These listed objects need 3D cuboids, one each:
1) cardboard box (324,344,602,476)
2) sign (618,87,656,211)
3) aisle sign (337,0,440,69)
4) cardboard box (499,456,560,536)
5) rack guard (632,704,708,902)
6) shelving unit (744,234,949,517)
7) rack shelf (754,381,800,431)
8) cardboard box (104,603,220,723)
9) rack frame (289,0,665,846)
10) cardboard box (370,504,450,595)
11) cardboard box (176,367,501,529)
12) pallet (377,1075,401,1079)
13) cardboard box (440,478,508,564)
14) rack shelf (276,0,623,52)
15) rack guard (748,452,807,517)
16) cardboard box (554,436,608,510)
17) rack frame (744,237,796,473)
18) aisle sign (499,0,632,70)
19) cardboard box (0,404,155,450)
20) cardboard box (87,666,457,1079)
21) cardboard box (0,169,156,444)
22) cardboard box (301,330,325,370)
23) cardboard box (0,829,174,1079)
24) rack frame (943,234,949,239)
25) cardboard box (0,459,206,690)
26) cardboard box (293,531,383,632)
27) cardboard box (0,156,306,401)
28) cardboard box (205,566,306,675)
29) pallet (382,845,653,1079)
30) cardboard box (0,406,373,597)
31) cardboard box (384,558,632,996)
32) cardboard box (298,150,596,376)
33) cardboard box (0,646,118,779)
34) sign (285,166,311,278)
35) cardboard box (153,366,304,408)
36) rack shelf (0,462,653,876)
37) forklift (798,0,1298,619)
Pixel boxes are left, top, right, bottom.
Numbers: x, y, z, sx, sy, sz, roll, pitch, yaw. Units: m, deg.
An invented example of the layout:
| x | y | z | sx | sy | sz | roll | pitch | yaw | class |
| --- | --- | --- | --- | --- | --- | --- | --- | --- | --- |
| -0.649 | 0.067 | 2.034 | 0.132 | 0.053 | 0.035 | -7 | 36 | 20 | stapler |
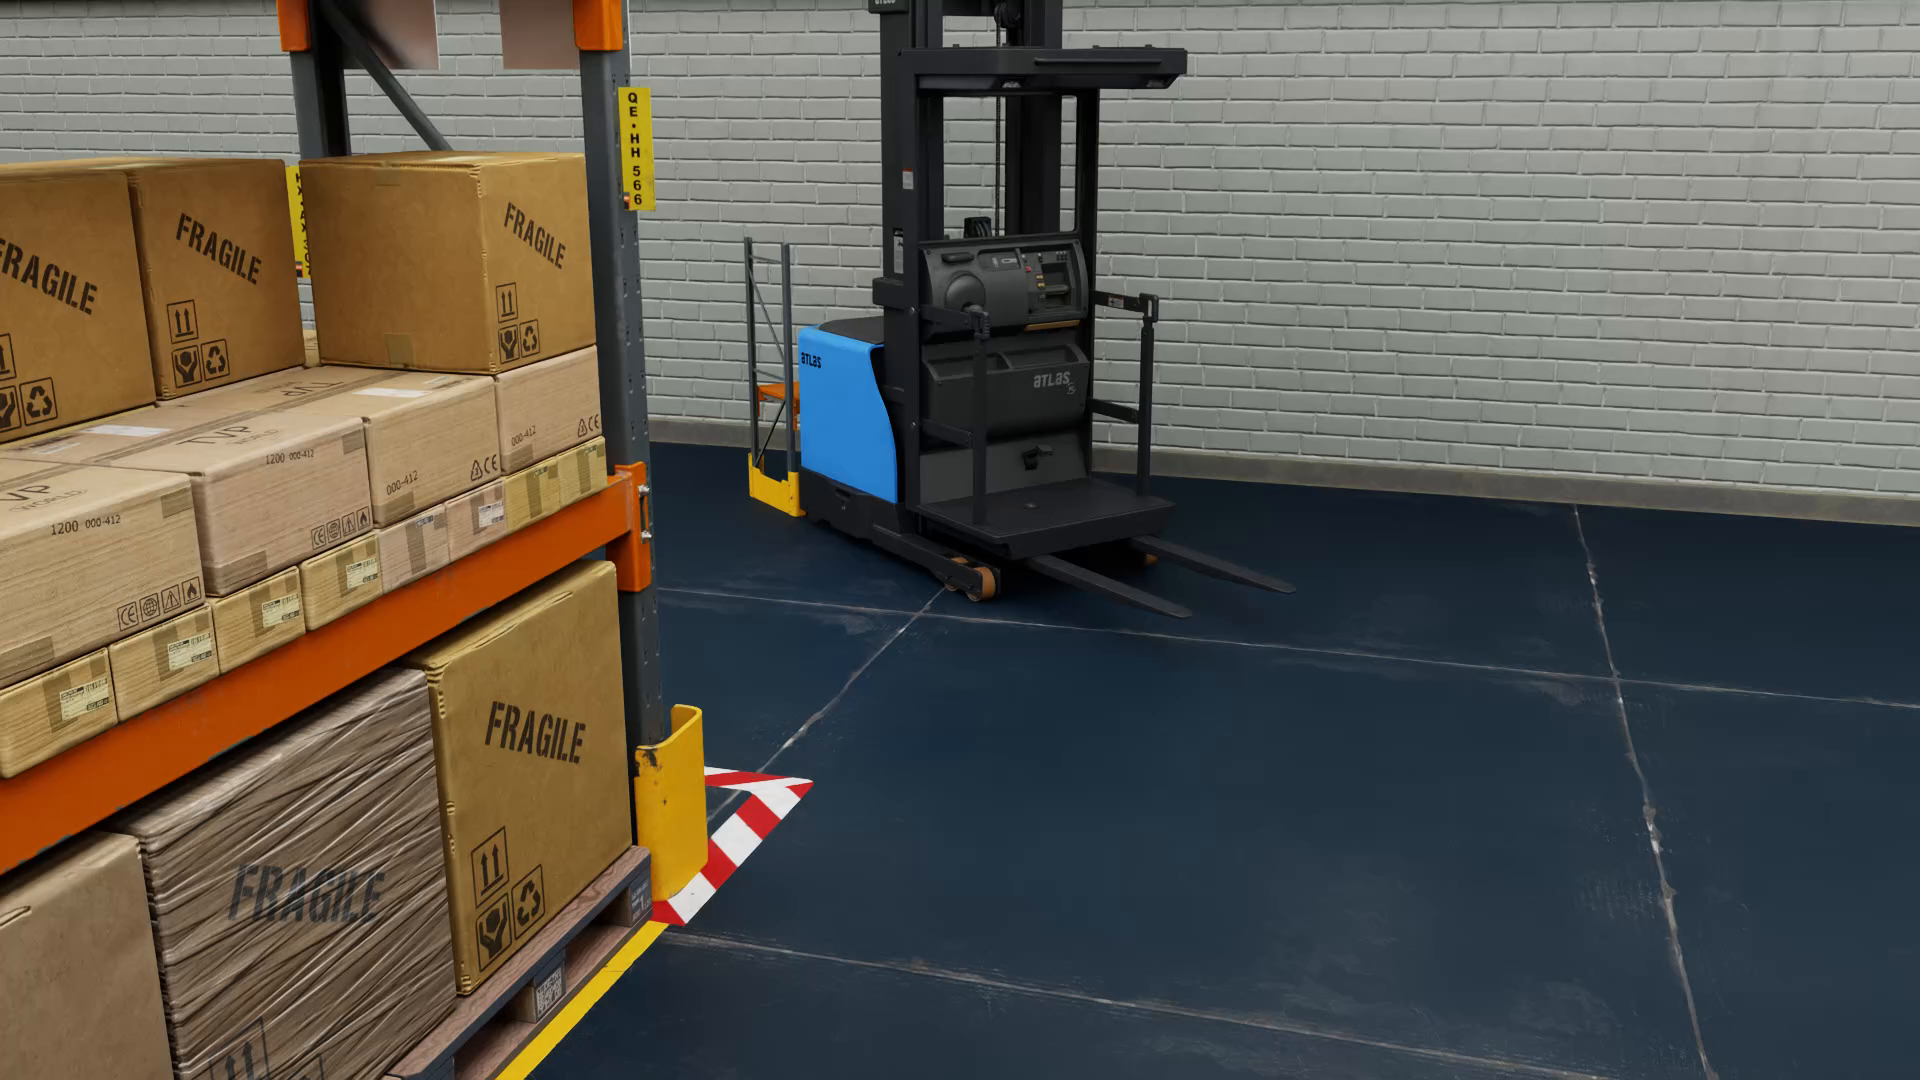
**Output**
| x | y | z | sx | sy | sz | roll | pitch | yaw | class |
| --- | --- | --- | --- | --- | --- | --- | --- | --- | --- |
| -1.279 | -0.359 | 4.326 | 0.500 | 0.250 | 0.500 | 4 | 16 | 15 | cardboard box |
| -0.880 | -1.060 | 4.514 | 0.100 | 0.325 | 0.005 | 5 | 16 | 16 | sign |
| -1.663 | -1.728 | 4.660 | 0.394 | 0.787 | 0.004 | 5 | 16 | 16 | aisle sign |
| -1.254 | -0.127 | 4.241 | 0.380 | 0.149 | 0.250 | 5 | 17 | 16 | cardboard box |
| -1.389 | 0.761 | 5.229 | 1.175 | 0.500 | 0.348 | 5 | 16 | 16 | rack guard |
| -0.629 | -0.998 | 9.598 | 1.083 | 1.500 | 0.587 | -10 | 19 | -32 | shelving unit |
| -0.637 | -0.823 | 9.642 | 1.000 | 0.185 | 0.538 | -10 | 19 | -32 | rack shelf |
| -1.616 | 0.205 | 3.072 | 0.380 | 0.149 | 0.250 | 5 | 17 | 17 | cardboard box |
| -1.396 | -0.435 | 4.866 | 1.000 | 3.000 | 0.127 | 5 | 16 | 16 | rack frame |
| -1.398 | 0.004 | 3.779 | 0.380 | 0.149 | 0.250 | 5 | 17 | 17 | cardboard box |
| -1.424 | -0.226 | 3.858 | 0.500 | 0.250 | 0.500 | 4 | 16 | 15 | cardboard box |
| -1.897 | 1.440 | 3.366 | 1.003 | 0.211 | 1.213 | 5 | 16 | 16 | pallet |
| -1.327 | -0.061 | 4.009 | 0.380 | 0.149 | 0.250 | 5 | 16 | 16 | cardboard box |
| -1.964 | -1.009 | 2.710 | 1.077 | 0.370 | 4.000 | 5 | 16 | 16 | rack shelf |
| -1.047 | -0.322 | 9.508 | 0.087 | 0.250 | 0.587 | -10 | 19 | -32 | rack guard |
| -1.182 | -0.195 | 4.482 | 0.380 | 0.149 | 0.250 | 5 | 17 | 17 | cardboard box |
| -1.063 | -0.921 | 9.327 | 0.032 | 1.500 | 0.500 | -10 | 19 | -32 | rack frame |
| -1.088 | -1.681 | 4.495 | 0.394 | 0.787 | 0.004 | 5 | 16 | 16 | aisle sign |
| -2.079 | -0.134 | 3.533 | 0.500 | 0.250 | 0.500 | 4 | 16 | 14 | cardboard box |
| -1.760 | 0.797 | 3.647 | 0.875 | 0.875 | 0.875 | 5 | 16 | 16 | cardboard box |
| -2.075 | -0.495 | 3.434 | 0.500 | 0.500 | 0.500 | 4 | 16 | 14 | cardboard box |
| -1.791 | -0.401 | 4.477 | 0.500 | 0.250 | 0.500 | 4 | 16 | 14 | cardboard box |
| -2.013 | 1.030 | 2.826 | 0.875 | 0.875 | 0.875 | 5 | 16 | 16 | cardboard box |
| -0.210 | -1.072 | 9.859 | 0.032 | 1.500 | 0.500 | -10 | 19 | -32 | rack frame |
| -1.712 | 0.044 | 2.907 | 0.500 | 0.250 | 0.500 | 5 | 16 | 16 | cardboard box |
| -1.470 | 0.072 | 3.539 | 0.380 | 0.149 | 0.250 | 4 | 16 | 15 | cardboard box |
| -1.933 | -0.631 | 3.913 | 0.500 | 0.500 | 0.500 | 4 | 16 | 15 | cardboard box |
| -1.544 | 0.140 | 3.300 | 0.380 | 0.149 | 0.250 | 5 | 16 | 16 | cardboard box |
| -1.548 | 1.122 | 4.487 | 1.003 | 0.211 | 1.213 | 5 | 16 | 16 | pallet |
| -1.568 | -0.093 | 3.389 | 0.500 | 0.250 | 0.500 | 4 | 16 | 14 | cardboard box |
| -1.501 | 0.559 | 4.486 | 0.875 | 0.875 | 0.875 | 5 | 16 | 16 | cardboard box |
| -1.282 | -0.719 | 4.222 | 0.500 | 0.500 | 0.500 | 5 | 17 | 17 | cardboard box |
| -1.688 | 0.273 | 2.831 | 0.380 | 0.149 | 0.250 | 4 | 16 | 14 | cardboard box |
| -1.926 | -0.934 | 4.894 | 0.100 | 0.325 | 0.005 | 5 | 16 | 16 | sign |
| -1.933 | -0.265 | 3.996 | 0.500 | 0.250 | 0.500 | 4 | 16 | 15 | cardboard box |
| -1.964 | 0.434 | 3.119 | 1.077 | 0.370 | 4.000 | 5 | 16 | 16 | rack shelf |
| 0.351 | -1.268 | 7.927 | 1.130 | 2.935 | 3.031 | -10 | 19 | -32 | forklift |
